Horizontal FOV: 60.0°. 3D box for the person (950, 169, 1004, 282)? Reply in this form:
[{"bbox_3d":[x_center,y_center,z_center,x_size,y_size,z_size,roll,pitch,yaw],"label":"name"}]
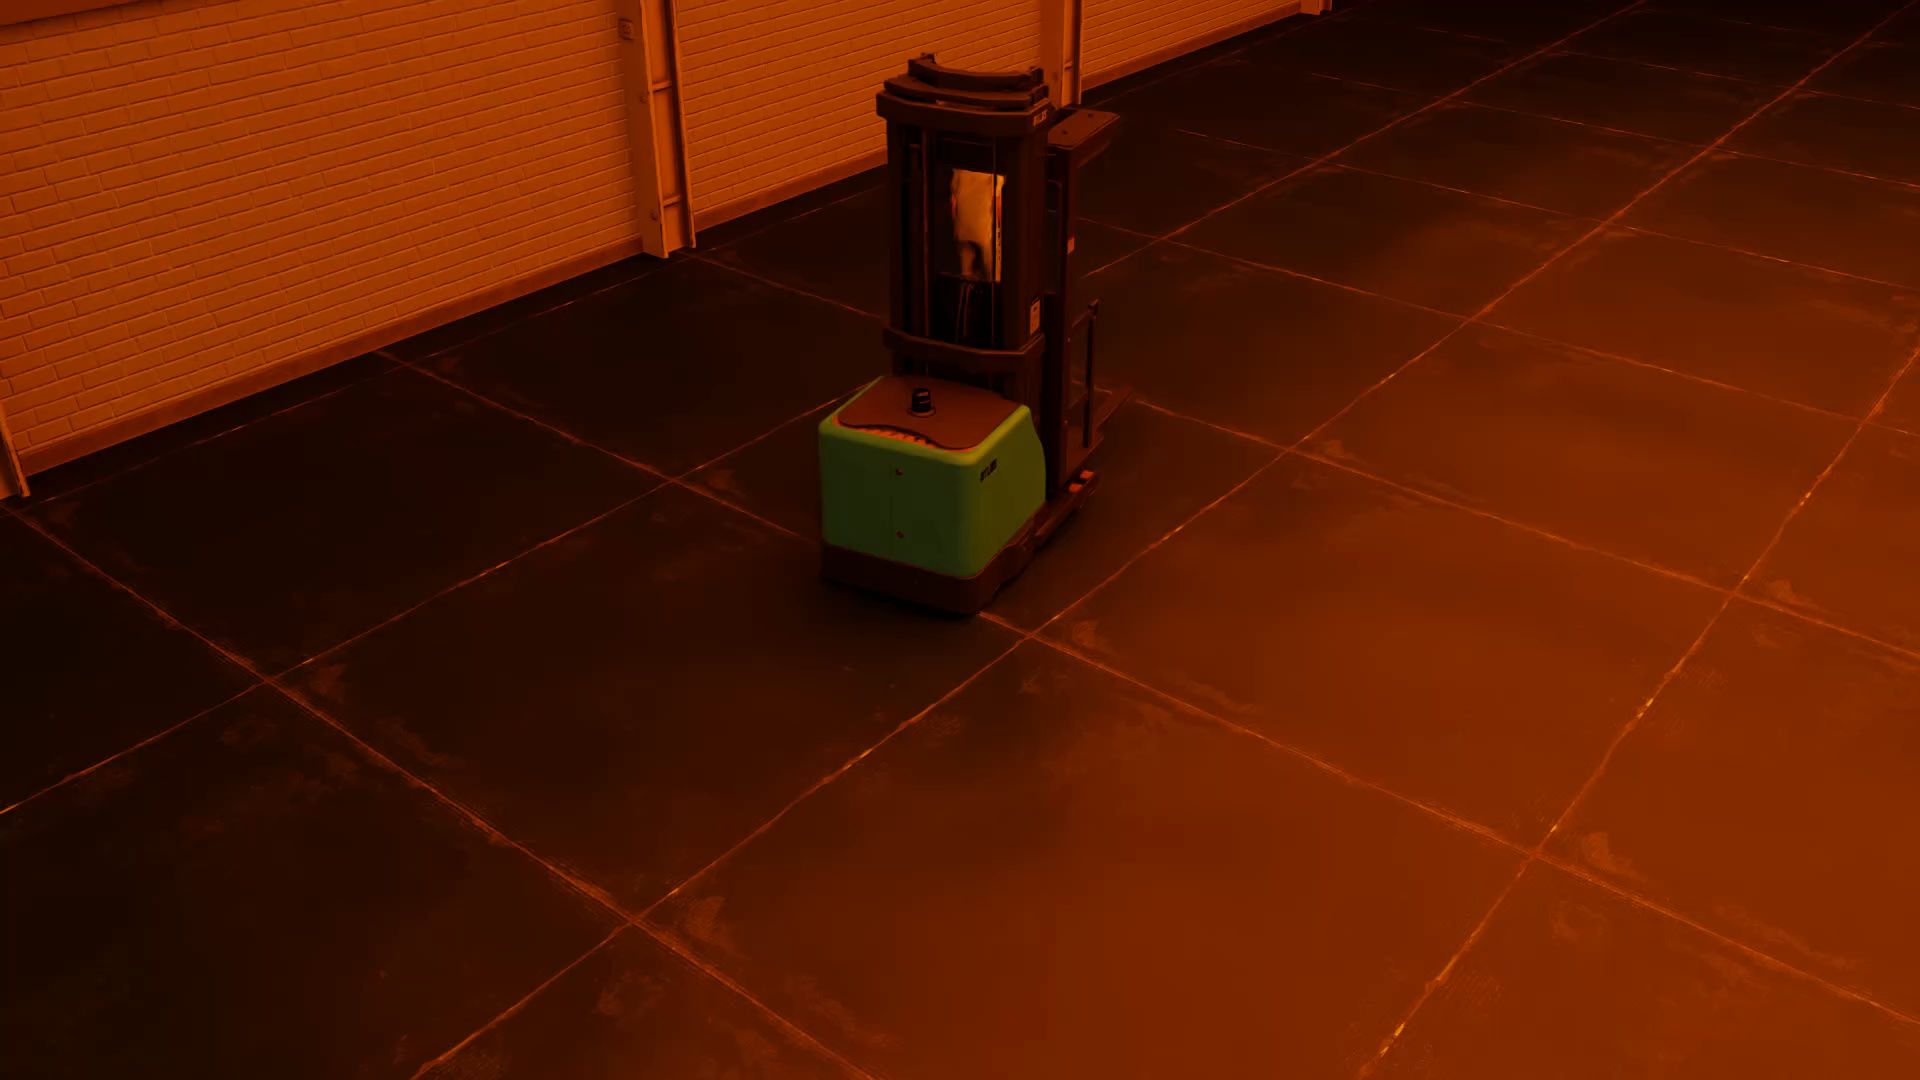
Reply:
[{"bbox_3d":[0.175,-2.392,12.938,0.495,1.670,0.438,18,35,28],"label":"person"}]

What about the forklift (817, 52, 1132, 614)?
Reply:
[{"bbox_3d":[0.269,-1.560,10.264,1.130,2.935,3.031,14,33,22],"label":"forklift"}]
